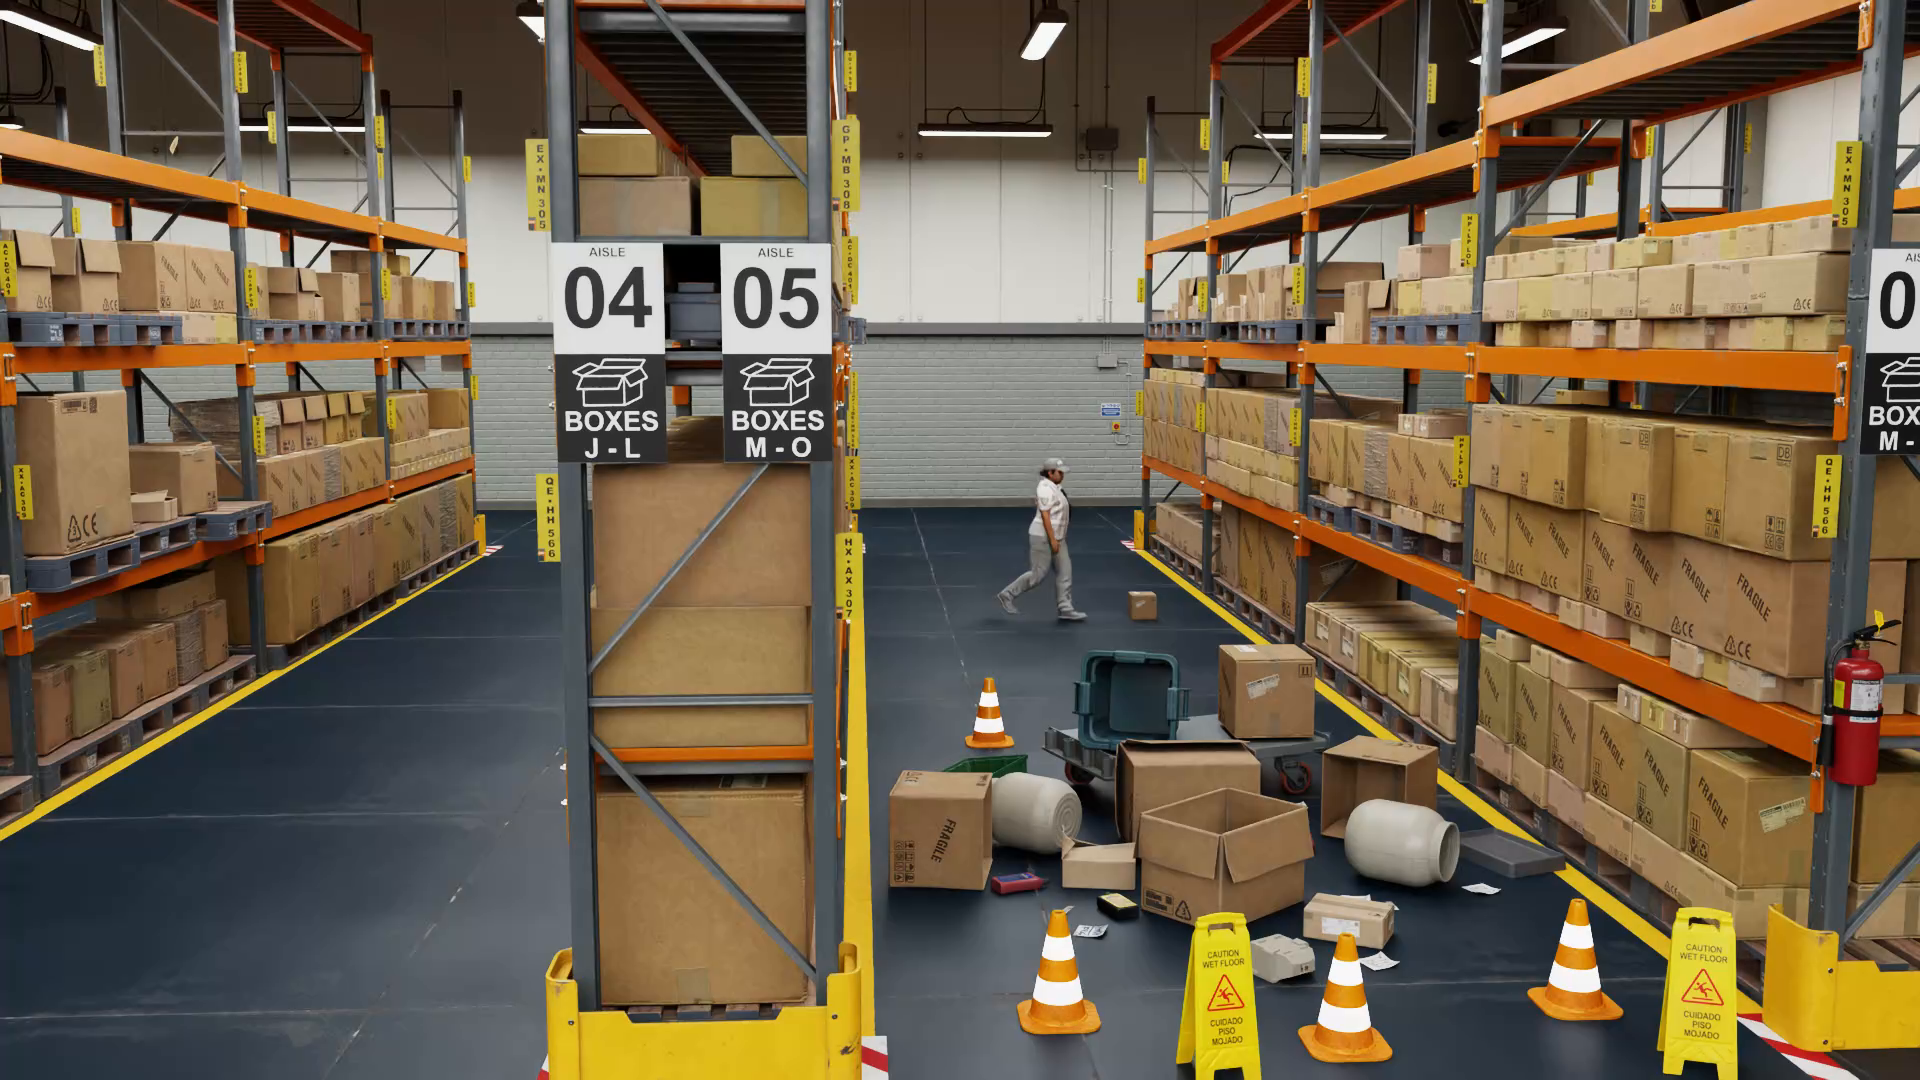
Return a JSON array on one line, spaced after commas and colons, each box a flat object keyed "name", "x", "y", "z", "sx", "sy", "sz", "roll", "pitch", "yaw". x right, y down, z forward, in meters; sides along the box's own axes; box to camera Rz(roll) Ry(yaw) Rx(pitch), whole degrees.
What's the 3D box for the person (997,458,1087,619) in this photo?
[{"name": "person", "x": 0.848, "y": -0.017, "z": 16.876, "sx": 0.900, "sy": 1.636, "sz": 0.490, "roll": 2, "pitch": 7, "yaw": 18}]
